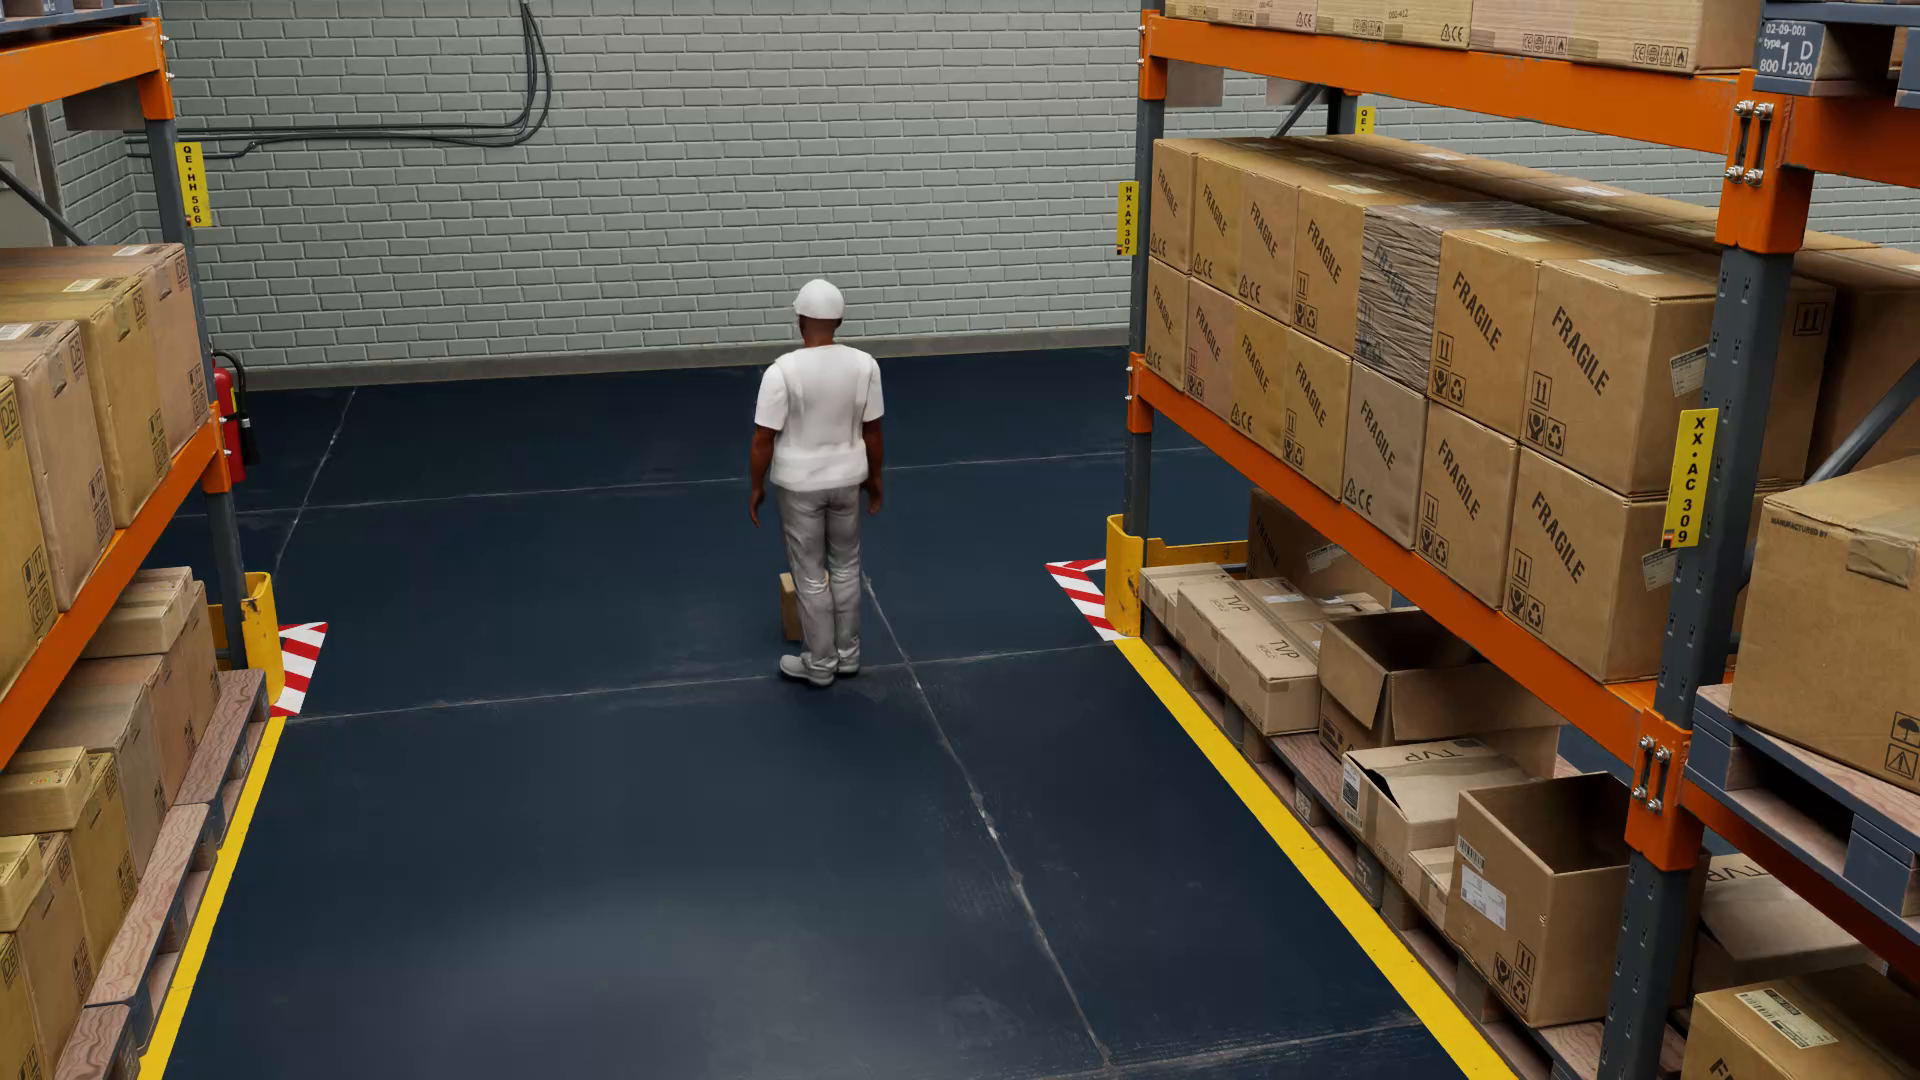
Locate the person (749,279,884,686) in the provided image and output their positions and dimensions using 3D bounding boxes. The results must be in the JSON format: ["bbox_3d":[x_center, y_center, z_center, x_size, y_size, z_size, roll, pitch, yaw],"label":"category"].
[{"bbox_3d":[-0.617,-0.233,7.193,0.610,1.792,0.388,-9,21,-24],"label":"person"}]
